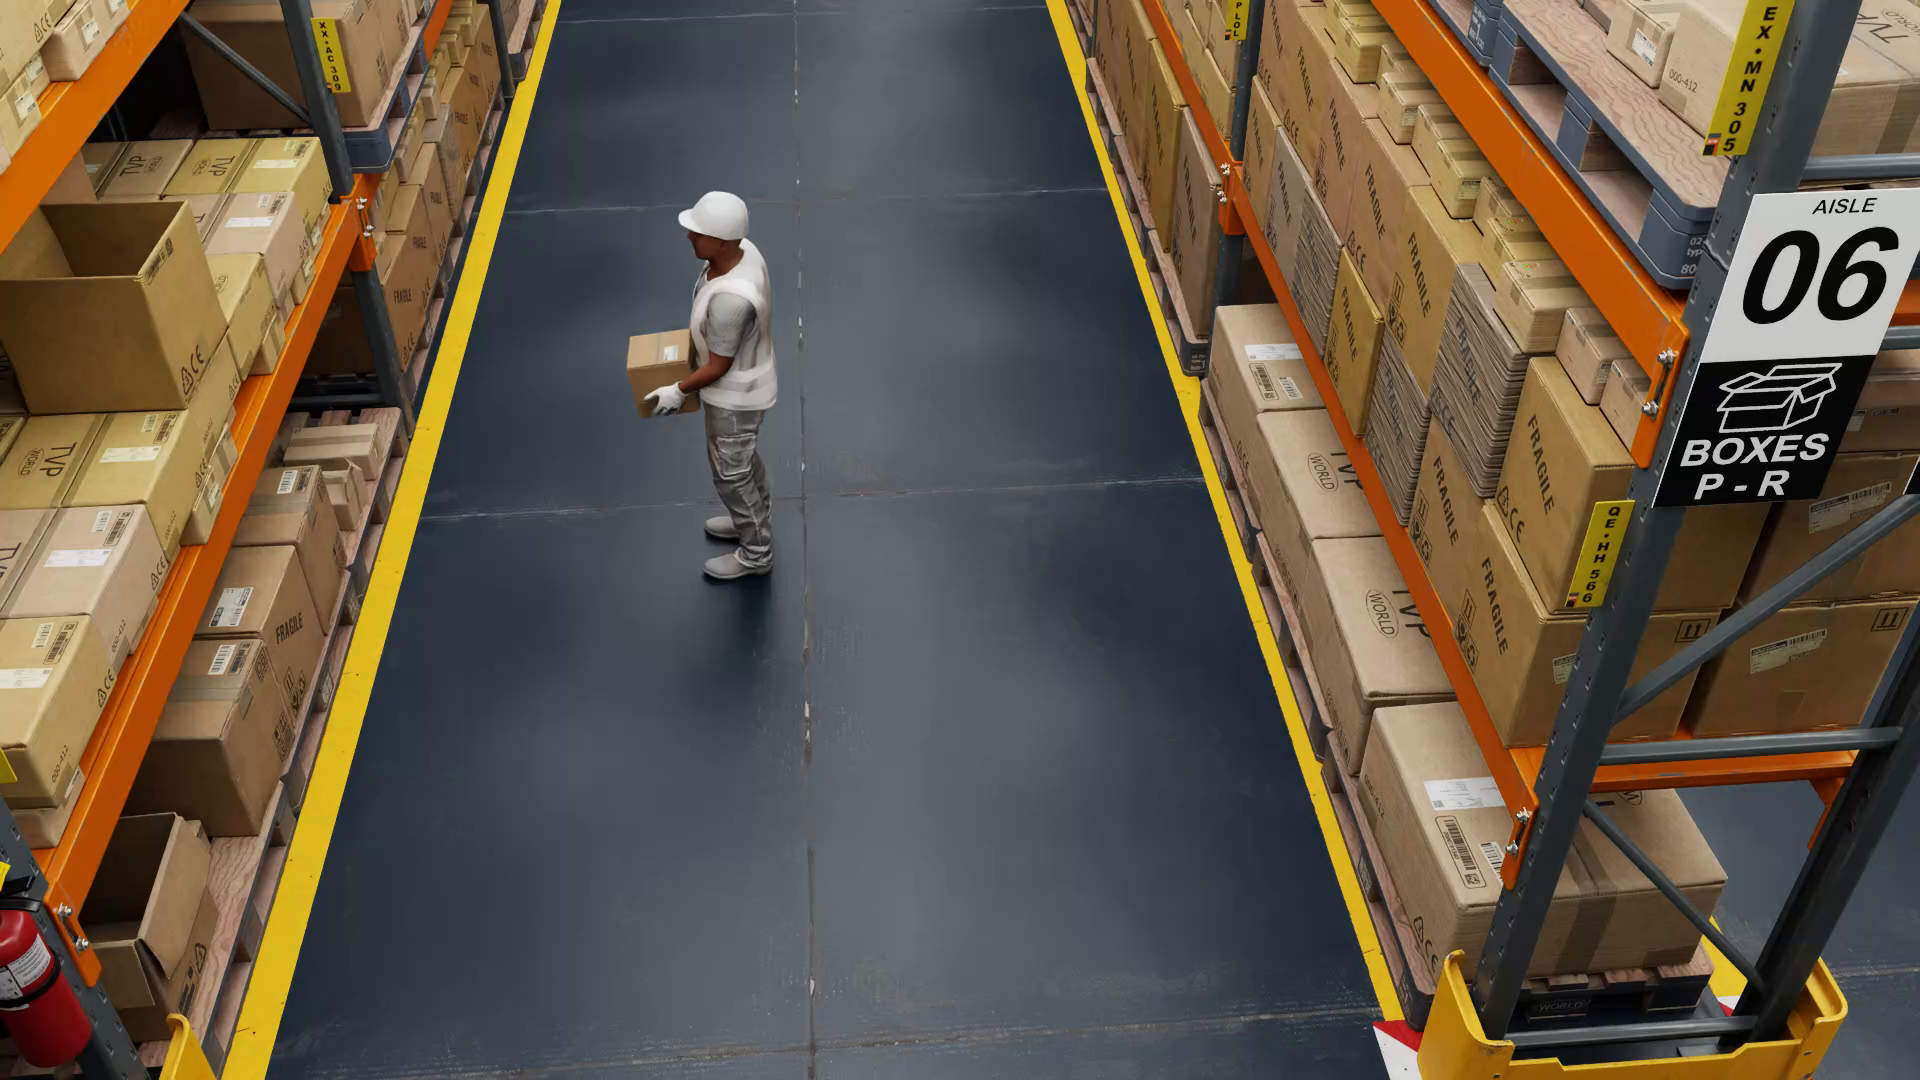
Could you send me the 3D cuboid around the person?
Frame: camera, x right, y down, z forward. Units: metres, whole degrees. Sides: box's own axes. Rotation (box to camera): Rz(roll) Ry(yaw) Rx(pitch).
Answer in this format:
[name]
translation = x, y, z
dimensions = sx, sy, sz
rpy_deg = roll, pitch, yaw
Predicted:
[person]
translation = -1.027, -0.629, 6.917
dimensions = 0.541, 1.789, 0.532
rpy_deg = -3, 39, -4
